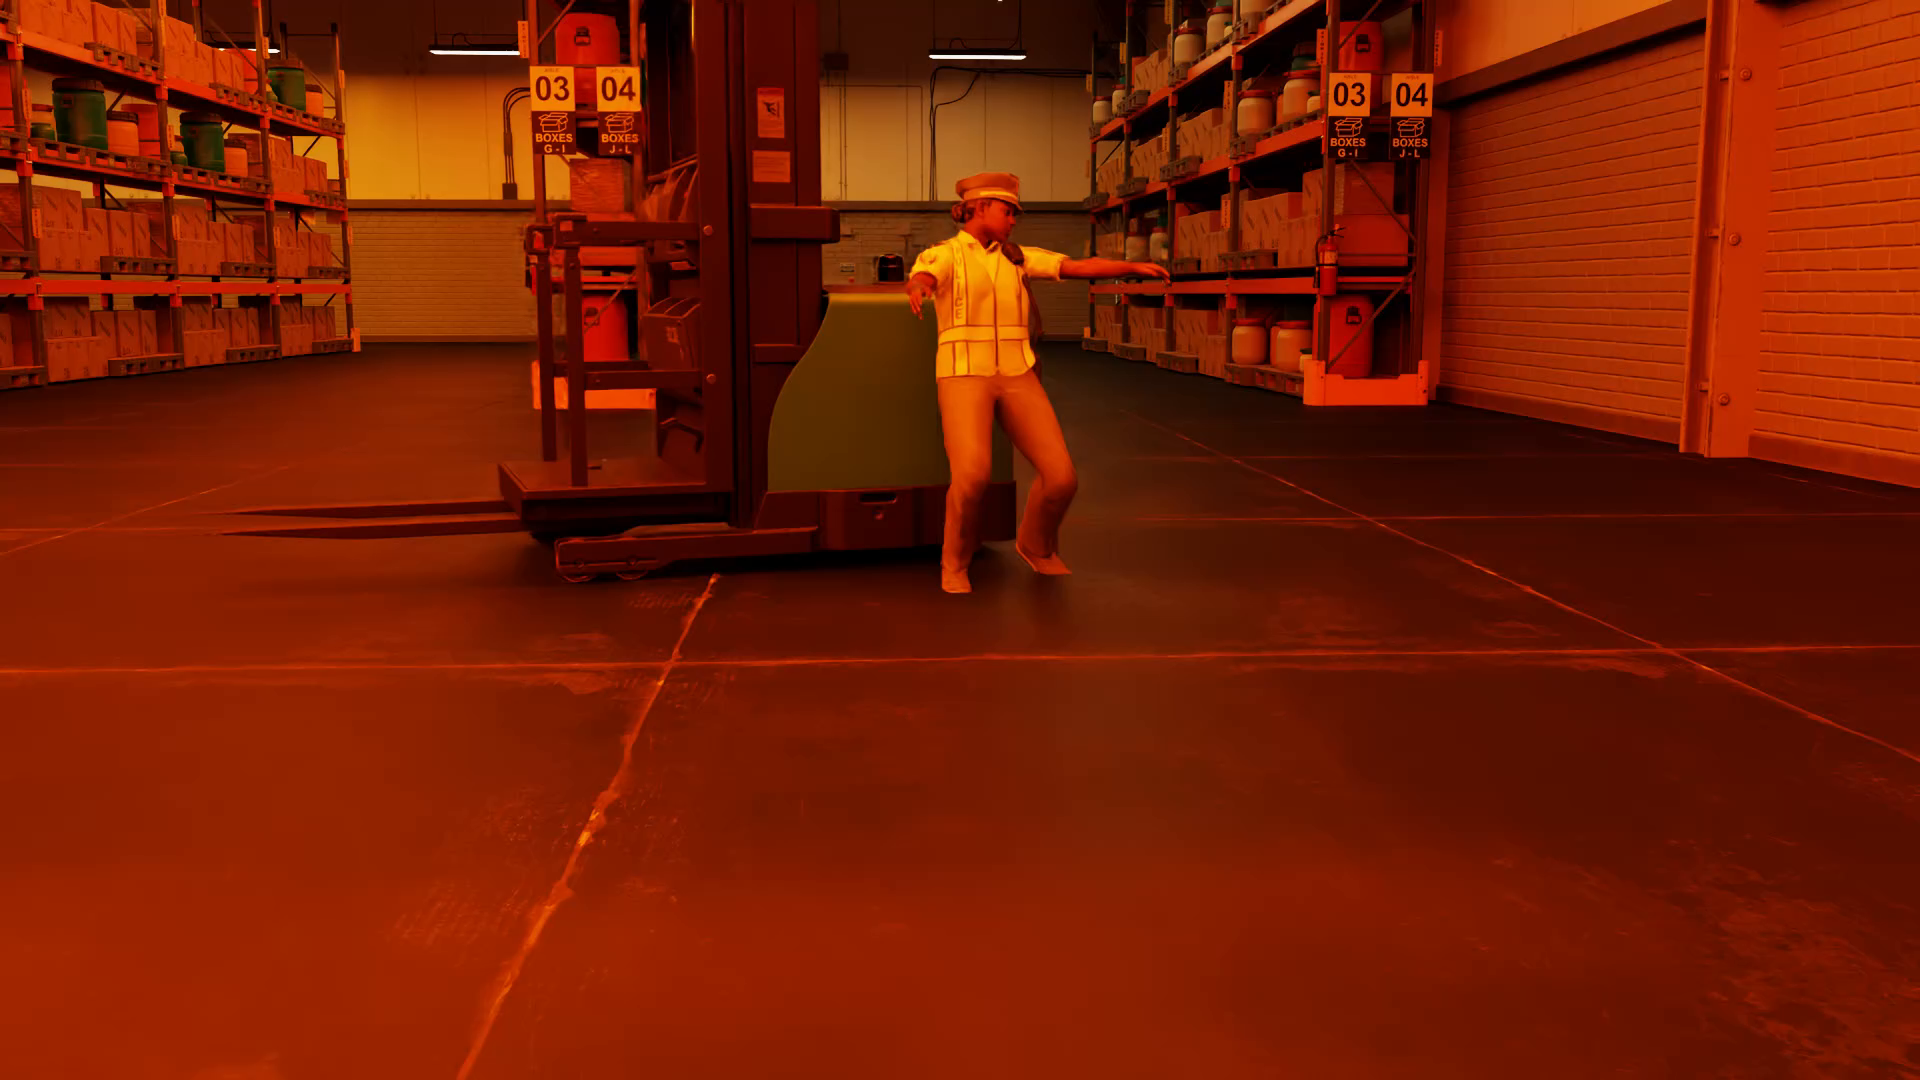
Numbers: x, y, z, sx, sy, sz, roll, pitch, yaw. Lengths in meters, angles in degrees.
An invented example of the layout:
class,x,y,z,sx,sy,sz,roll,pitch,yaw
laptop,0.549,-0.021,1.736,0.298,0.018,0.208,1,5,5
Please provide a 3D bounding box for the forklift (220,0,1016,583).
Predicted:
class,x,y,z,sx,sy,sz,roll,pitch,yaw
forklift,-1.341,-1.376,6.597,3.031,2.935,1.130,-3,9,-20

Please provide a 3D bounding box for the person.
class,x,y,z,sx,sy,sz,roll,pitch,yaw
person,0.198,-0.548,6.129,1.016,1.596,0.751,-3,9,-20
